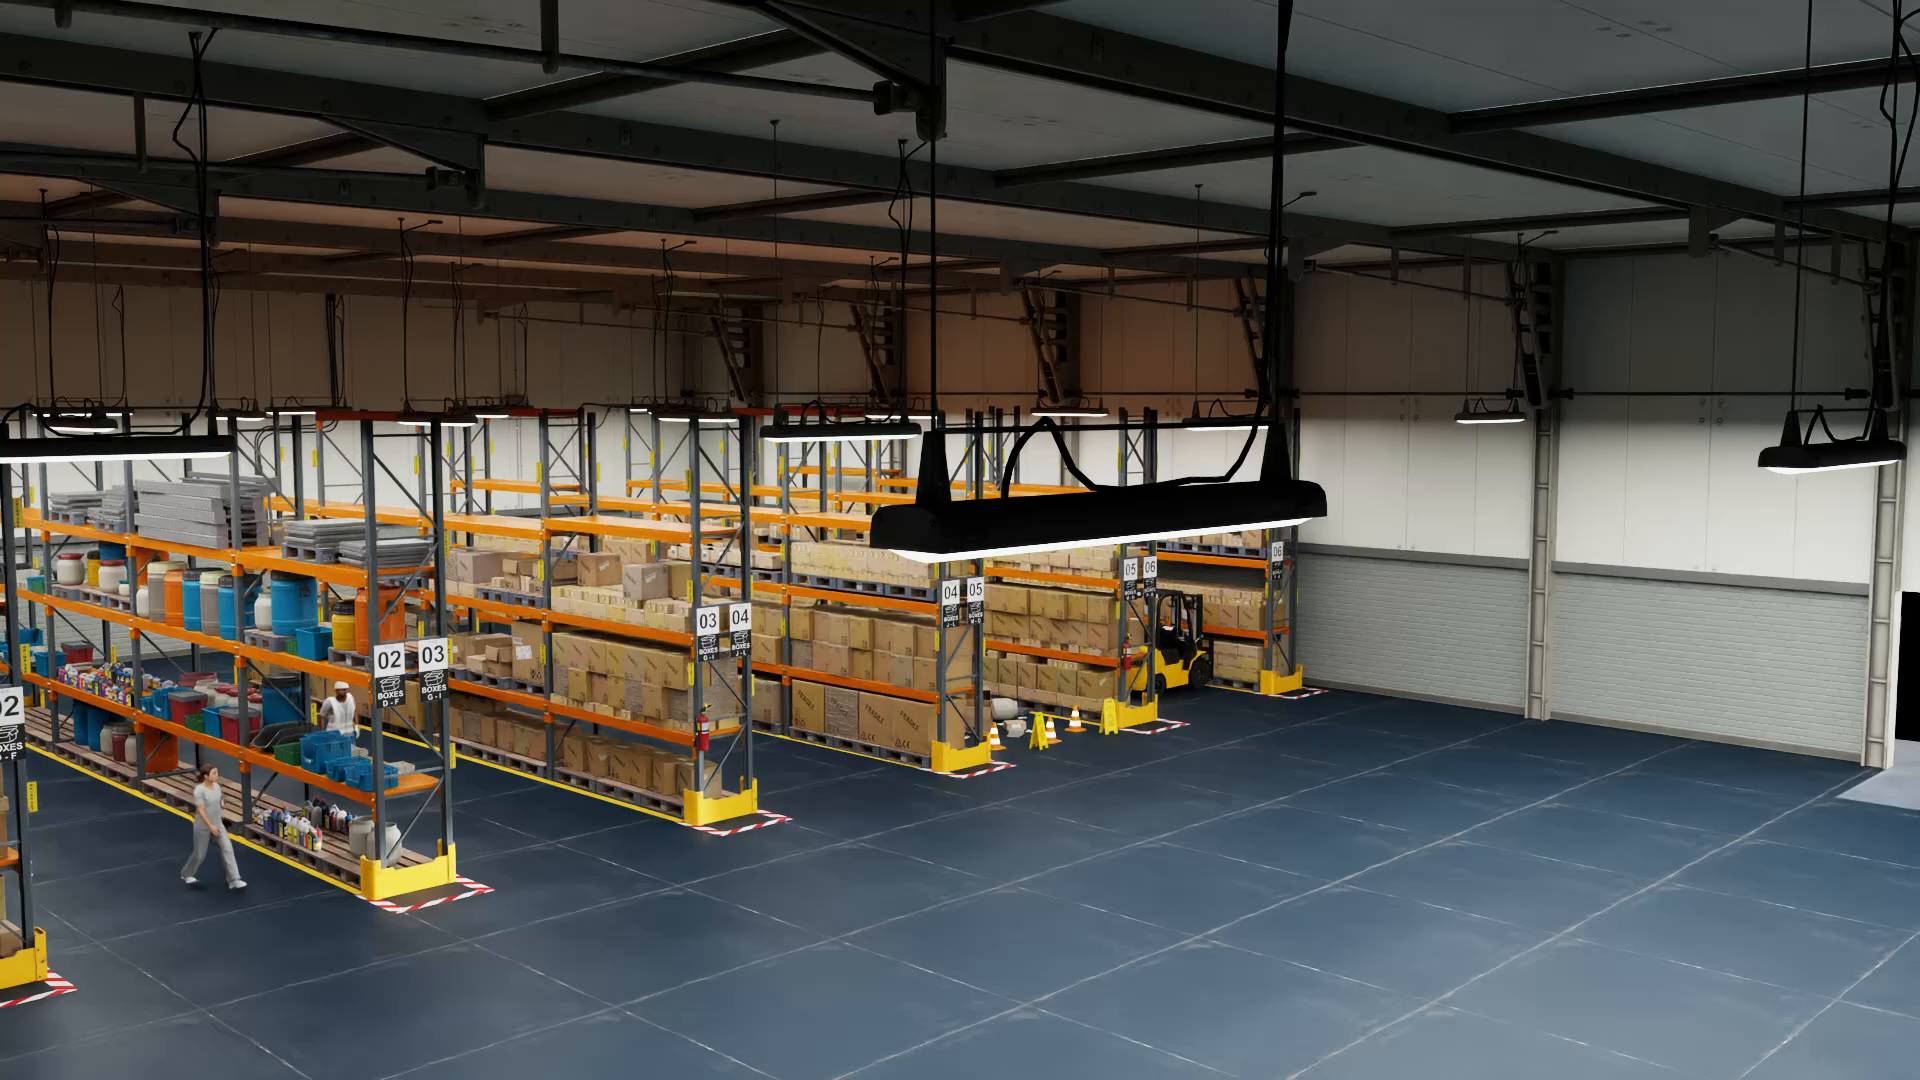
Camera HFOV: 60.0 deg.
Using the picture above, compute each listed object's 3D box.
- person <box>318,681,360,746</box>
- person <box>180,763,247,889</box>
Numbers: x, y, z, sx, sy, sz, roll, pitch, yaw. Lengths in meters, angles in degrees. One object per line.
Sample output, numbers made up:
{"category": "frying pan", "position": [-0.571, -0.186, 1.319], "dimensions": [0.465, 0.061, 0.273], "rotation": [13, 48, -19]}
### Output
{"category": "person", "position": [-10.009, 3.095, 26.713], "dimensions": [0.701, 1.761, 0.640], "rotation": [4, 6, 36]}
{"category": "person", "position": [-9.538, 3.640, 21.237], "dimensions": [1.077, 1.588, 0.439], "rotation": [3, 6, 27]}
